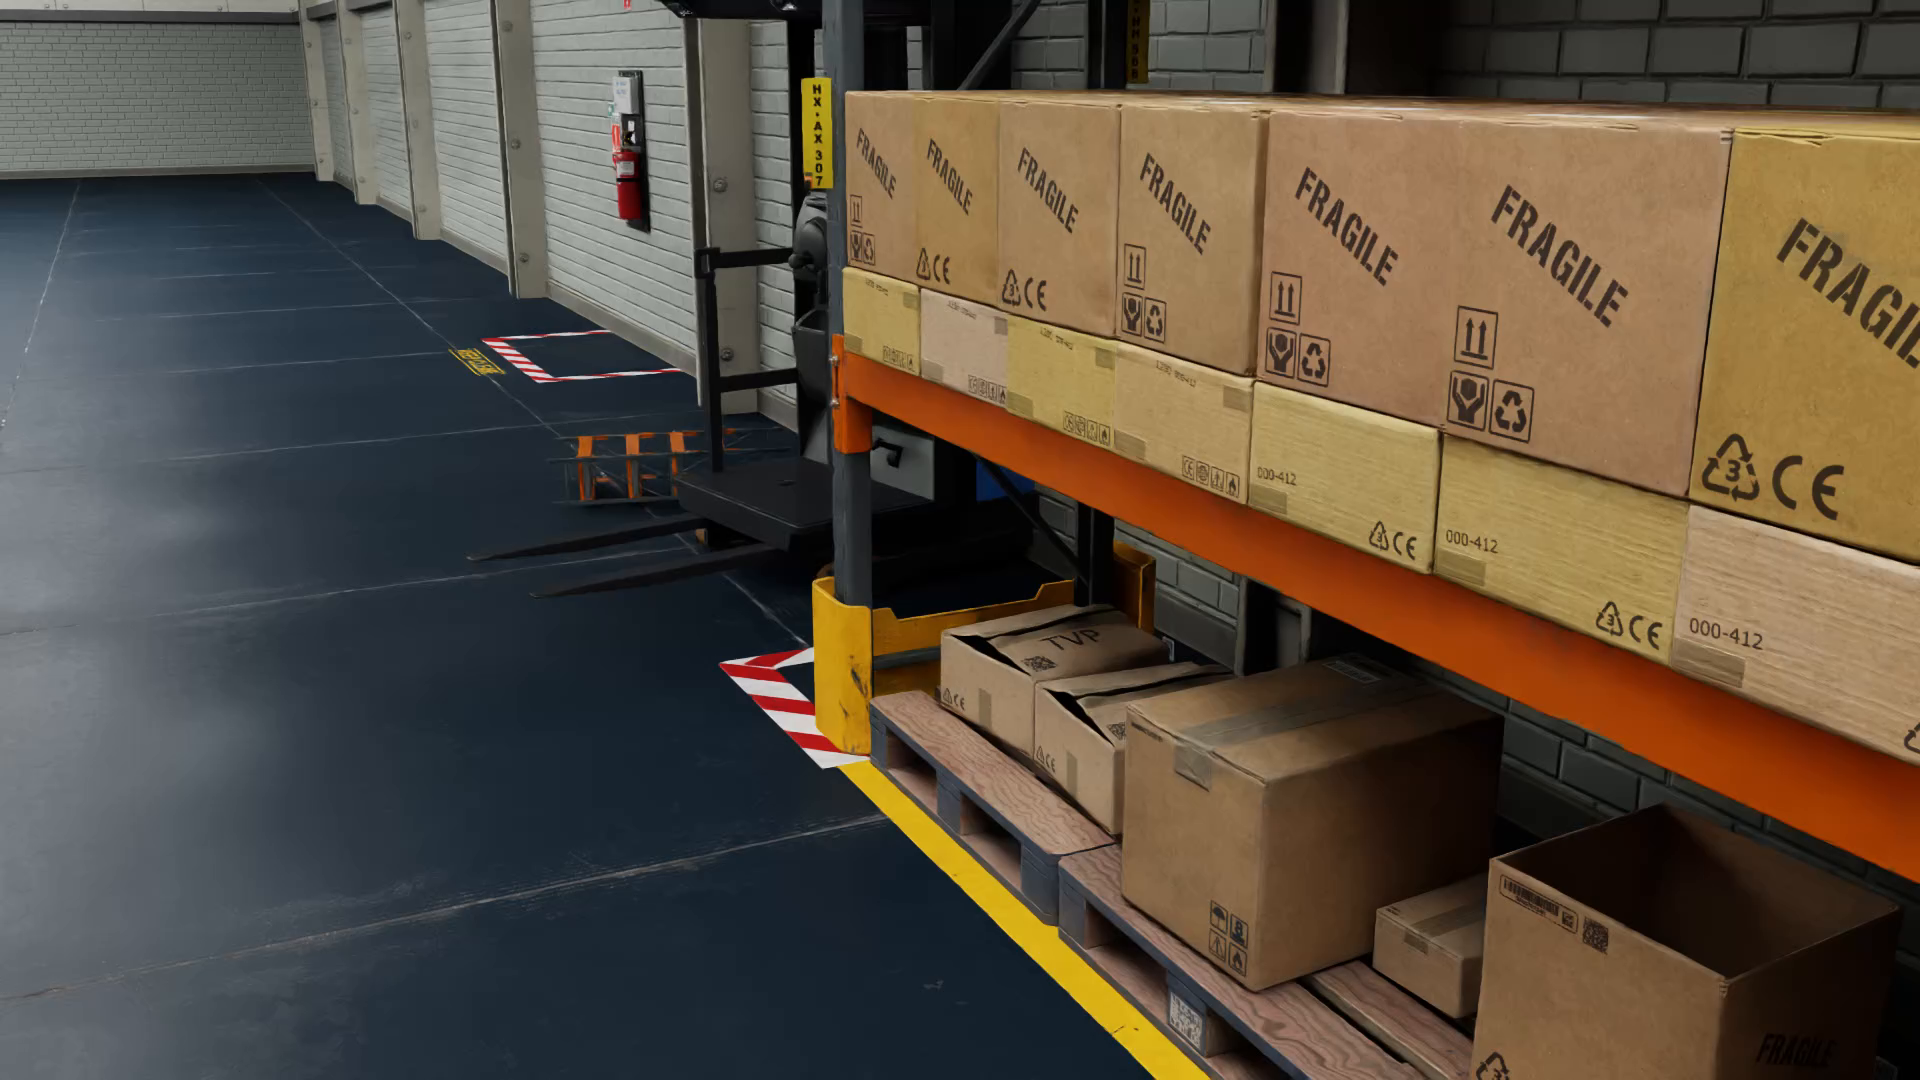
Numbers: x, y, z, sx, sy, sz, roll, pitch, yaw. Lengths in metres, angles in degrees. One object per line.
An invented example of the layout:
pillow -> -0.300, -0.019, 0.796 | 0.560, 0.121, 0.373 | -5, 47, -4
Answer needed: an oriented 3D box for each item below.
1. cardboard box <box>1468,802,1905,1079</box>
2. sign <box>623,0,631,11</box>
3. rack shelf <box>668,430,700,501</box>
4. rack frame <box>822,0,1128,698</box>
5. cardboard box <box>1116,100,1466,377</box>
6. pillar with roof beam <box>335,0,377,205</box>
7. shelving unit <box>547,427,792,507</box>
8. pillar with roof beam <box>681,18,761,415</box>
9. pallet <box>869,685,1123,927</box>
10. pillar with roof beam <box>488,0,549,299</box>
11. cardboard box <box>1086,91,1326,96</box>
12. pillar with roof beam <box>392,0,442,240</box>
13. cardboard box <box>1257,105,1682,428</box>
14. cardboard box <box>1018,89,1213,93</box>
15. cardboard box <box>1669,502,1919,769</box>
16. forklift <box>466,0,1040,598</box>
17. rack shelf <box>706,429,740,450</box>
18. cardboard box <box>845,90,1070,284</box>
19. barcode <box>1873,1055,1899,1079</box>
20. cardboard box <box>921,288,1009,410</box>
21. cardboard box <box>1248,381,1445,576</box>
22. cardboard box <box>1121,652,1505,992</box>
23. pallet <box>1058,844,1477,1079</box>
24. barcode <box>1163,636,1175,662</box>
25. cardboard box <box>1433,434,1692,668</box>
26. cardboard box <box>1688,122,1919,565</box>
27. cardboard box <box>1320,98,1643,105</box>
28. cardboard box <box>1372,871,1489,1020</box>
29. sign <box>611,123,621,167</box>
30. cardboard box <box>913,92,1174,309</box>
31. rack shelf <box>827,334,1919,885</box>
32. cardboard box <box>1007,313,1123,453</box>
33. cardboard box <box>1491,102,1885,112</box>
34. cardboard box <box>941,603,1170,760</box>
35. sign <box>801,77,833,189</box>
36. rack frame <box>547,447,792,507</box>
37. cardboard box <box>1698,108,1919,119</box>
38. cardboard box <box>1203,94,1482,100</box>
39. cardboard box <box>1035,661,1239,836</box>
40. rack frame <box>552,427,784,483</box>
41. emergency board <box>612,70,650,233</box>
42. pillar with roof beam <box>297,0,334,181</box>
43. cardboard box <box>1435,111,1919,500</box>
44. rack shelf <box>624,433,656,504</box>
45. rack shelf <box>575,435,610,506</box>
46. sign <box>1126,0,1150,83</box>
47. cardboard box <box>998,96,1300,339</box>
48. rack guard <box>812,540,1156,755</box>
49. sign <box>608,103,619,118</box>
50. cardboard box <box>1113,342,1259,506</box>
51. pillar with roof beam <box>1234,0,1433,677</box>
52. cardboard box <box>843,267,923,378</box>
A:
cardboard box -> 1.322, 0.853, 3.074 | 0.500, 0.500, 0.500 | -9, 18, -29
sign -> -2.446, -4.041, 12.190 | 0.001, 0.298, 0.199 | -8, 18, -25
rack shelf -> -1.416, -0.387, 8.549 | 0.148, 0.258, 0.480 | -3, 16, -10
rack frame -> 0.060, -0.876, 5.366 | 1.000, 3.000, 0.127 | -8, 18, -25
cardboard box -> 0.665, -0.640, 3.420 | 0.500, 0.500, 0.500 | -7, 17, -23
pillar with roof beam -> -13.239, -9.122, 23.222 | 9.100, 9.000, 0.400 | -8, 18, -25
shelving unit -> -1.482, -0.383, 8.537 | 1.200, 0.258, 0.503 | -3, 16, -10
pillar with roof beam -> -5.354, -4.658, 7.669 | 9.100, 9.000, 0.400 | -8, 18, -25
pallet -> 0.418, 0.689, 4.968 | 1.003, 0.211, 1.213 | -8, 18, -25
pillar with roof beam -> -7.982, -6.146, 12.854 | 9.100, 9.000, 0.400 | -8, 18, -25
cardboard box -> 0.670, -0.957, 4.523 | 0.500, 0.500, 0.500 | -7, 18, -24
pillar with roof beam -> -10.611, -7.634, 18.038 | 9.100, 9.000, 0.400 | -8, 18, -25
cardboard box -> 0.893, -0.511, 2.971 | 0.500, 0.500, 0.500 | -8, 18, -26
cardboard box -> 0.458, -1.083, 4.963 | 0.500, 0.500, 0.500 | -8, 18, -26
cardboard box -> 1.333, 0.097, 2.209 | 0.500, 0.250, 0.500 | -8, 18, -25
forklift -> -0.593, -1.311, 7.006 | 3.031, 2.935, 1.130 | -12, 20, -36
rack shelf -> -1.221, -0.398, 8.585 | 0.148, 0.258, 0.480 | -3, 16, -10
cardboard box -> -0.001, -1.019, 4.741 | 0.500, 0.500, 0.500 | -8, 18, -25
barcode -> 1.710, 0.993, 3.093 | 0.001, 0.075, 0.075 | -8, 18, -25
cardboard box -> 0.229, -0.527, 4.386 | 0.500, 0.250, 0.500 | -8, 18, -27
cardboard box -> 0.888, -0.150, 3.071 | 0.500, 0.250, 0.500 | -8, 18, -25
cardboard box -> 0.809, 0.626, 3.867 | 0.700, 0.500, 0.500 | -9, 18, -28
pallet -> 0.948, 0.991, 3.915 | 1.003, 0.211, 1.213 | -8, 18, -25
barcode -> 0.650, 0.339, 5.192 | 0.001, 0.075, 0.075 | -8, 18, -25
cardboard box -> 1.122, -0.027, 2.643 | 0.500, 0.250, 0.500 | -8, 18, -25
cardboard box -> 1.328, -0.262, 2.102 | 0.500, 0.500, 0.500 | -8, 18, -25
cardboard box -> 1.121, -0.704, 3.643 | 0.500, 0.500, 0.500 | -7, 18, -24
cardboard box -> 1.130, 0.876, 3.633 | 0.380, 0.149, 0.250 | -9, 18, -29
sign -> -2.682, -3.079, 12.977 | 0.001, 0.329, 0.234 | -8, 18, -25
cardboard box -> 0.207, -0.896, 4.310 | 0.500, 0.500, 0.500 | -8, 18, -25
rack shelf -> 0.937, -0.034, 3.737 | 1.077, 0.370, 4.000 | -8, 18, -25
cardboard box -> 0.447, -0.400, 3.943 | 0.500, 0.250, 0.500 | -8, 18, -26
cardboard box -> 1.358, -0.577, 3.200 | 0.500, 0.500, 0.500 | -7, 17, -23
cardboard box -> 0.283, 0.387, 5.040 | 0.500, 0.311, 0.500 | -10, 19, -31
sign -> -0.427, -1.227, 5.018 | 0.100, 0.325, 0.005 | -8, 18, -25
rack frame -> -1.436, -0.316, 8.307 | 1.200, 0.240, 0.015 | -3, 16, -10
cardboard box -> 1.571, -0.453, 2.767 | 0.500, 0.500, 0.500 | -8, 18, -25
cardboard box -> 0.900, -0.829, 4.079 | 0.500, 0.500, 0.500 | -8, 18, -26
cardboard box -> 0.532, 0.529, 4.548 | 0.500, 0.311, 0.500 | -6, 17, -20
rack frame -> -1.529, -0.449, 8.767 | 1.200, 0.240, 0.015 | -3, 16, -10
emergency board -> -2.532, -2.912, 12.461 | 0.194, 1.169, 0.643 | -8, 18, -25
pillar with roof beam -> -15.868, -10.609, 28.407 | 9.100, 9.000, 0.400 | -8, 18, -25
cardboard box -> 1.104, -0.385, 2.531 | 0.500, 0.500, 0.500 | -8, 18, -25
rack shelf -> -1.636, -0.373, 8.509 | 0.148, 0.258, 0.480 | -3, 16, -10
rack shelf -> -1.868, -0.359, 8.466 | 0.148, 0.258, 0.480 | -3, 16, -10
sign -> 0.568, -1.647, 5.379 | 0.100, 0.325, 0.005 | -8, 18, -25
cardboard box -> 0.428, -0.767, 3.861 | 0.500, 0.500, 0.500 | -8, 18, -27
rack guard -> 0.094, 0.344, 5.645 | 1.175, 0.500, 0.348 | -8, 18, -25
sign -> -2.688, -3.331, 12.896 | 0.001, 0.109, 0.331 | -8, 18, -25
cardboard box -> 0.666, -0.275, 3.505 | 0.500, 0.250, 0.500 | -7, 18, -24
pillar with roof beam -> -2.725, -3.171, 2.485 | 9.100, 9.000, 0.400 | -8, 18, -25
cardboard box -> -0.011, -0.654, 4.828 | 0.500, 0.250, 0.500 | -8, 18, -27
